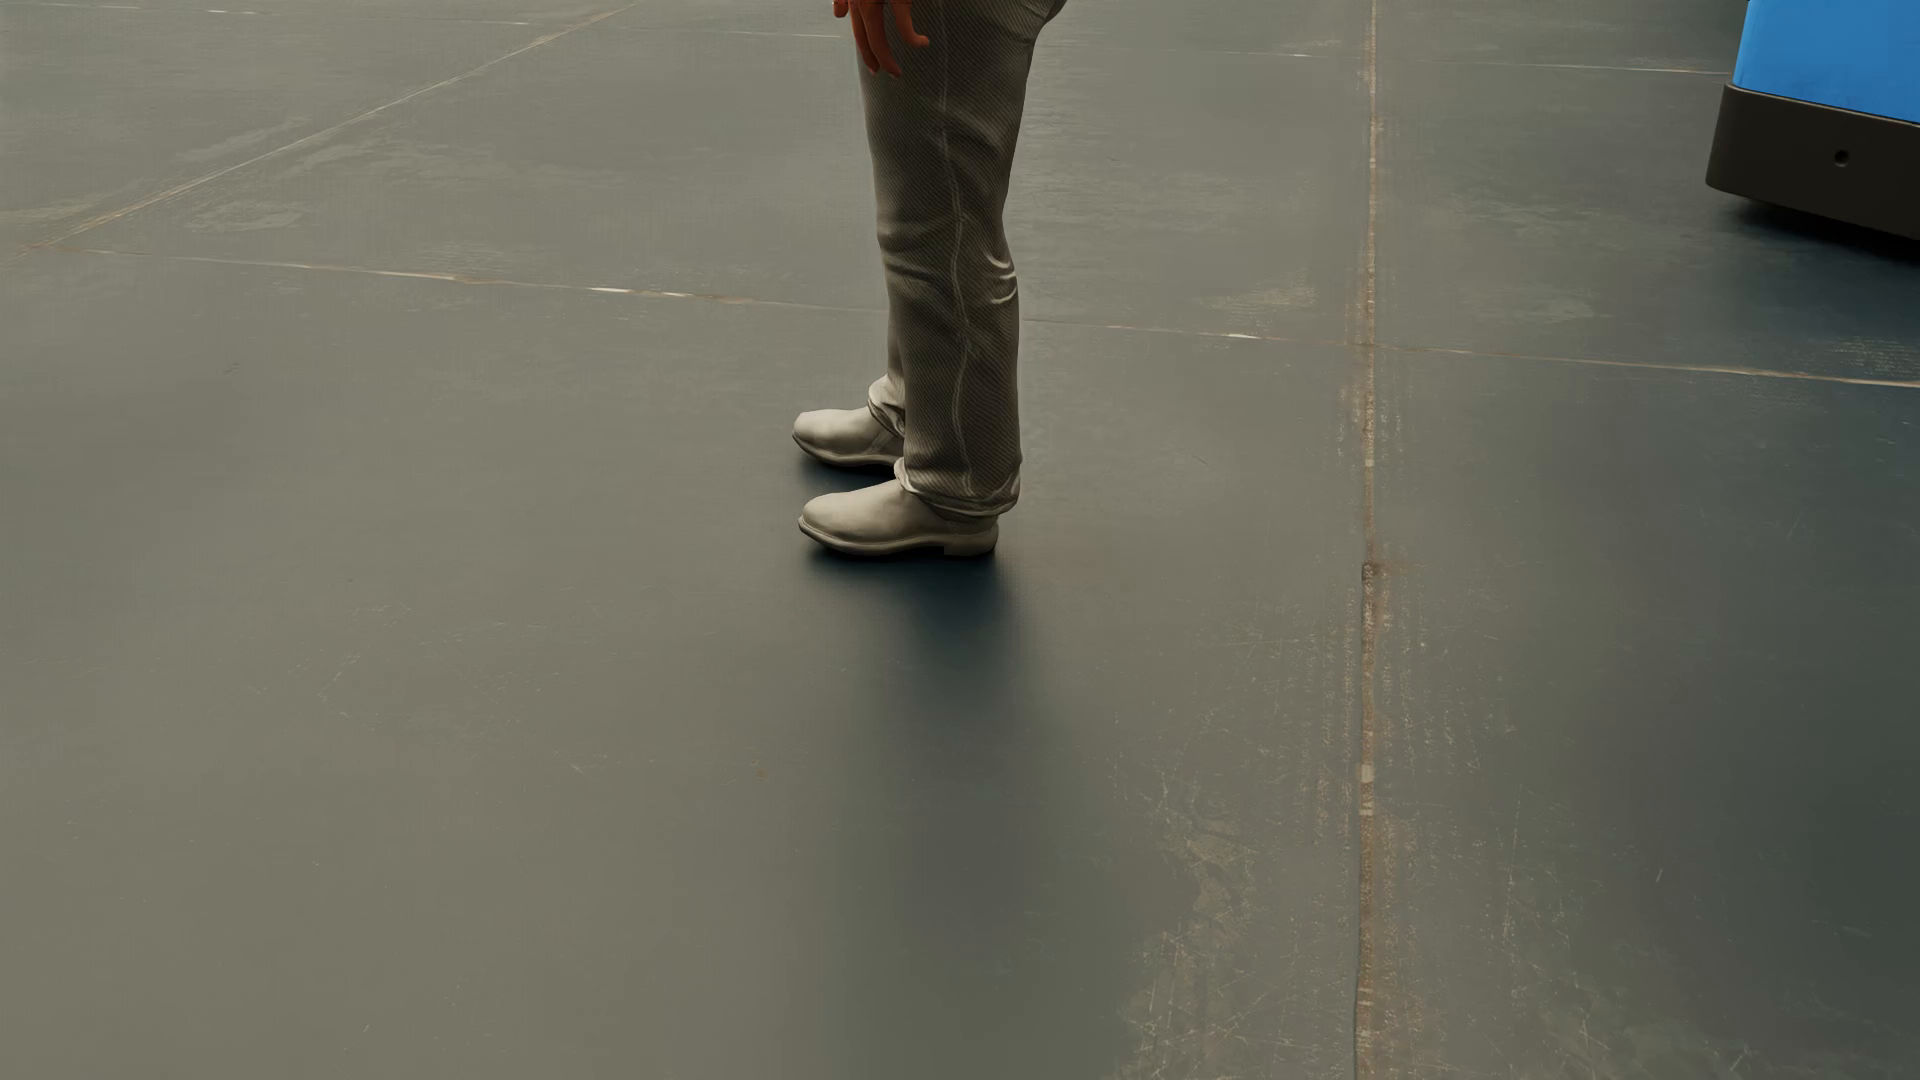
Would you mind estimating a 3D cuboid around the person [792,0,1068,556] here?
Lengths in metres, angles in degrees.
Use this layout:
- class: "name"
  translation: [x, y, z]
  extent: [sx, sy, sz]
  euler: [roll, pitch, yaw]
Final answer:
- class: "person"
  translation: [-0.060, -0.805, 2.117]
  extent: [0.566, 1.770, 0.633]
  euler: [6, 27, 11]

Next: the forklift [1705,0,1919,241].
- class: "forklift"
  translation: [3.342, -2.285, 3.775]
  extent: [3.031, 2.935, 1.130]
  euler: [-16, 31, -28]
